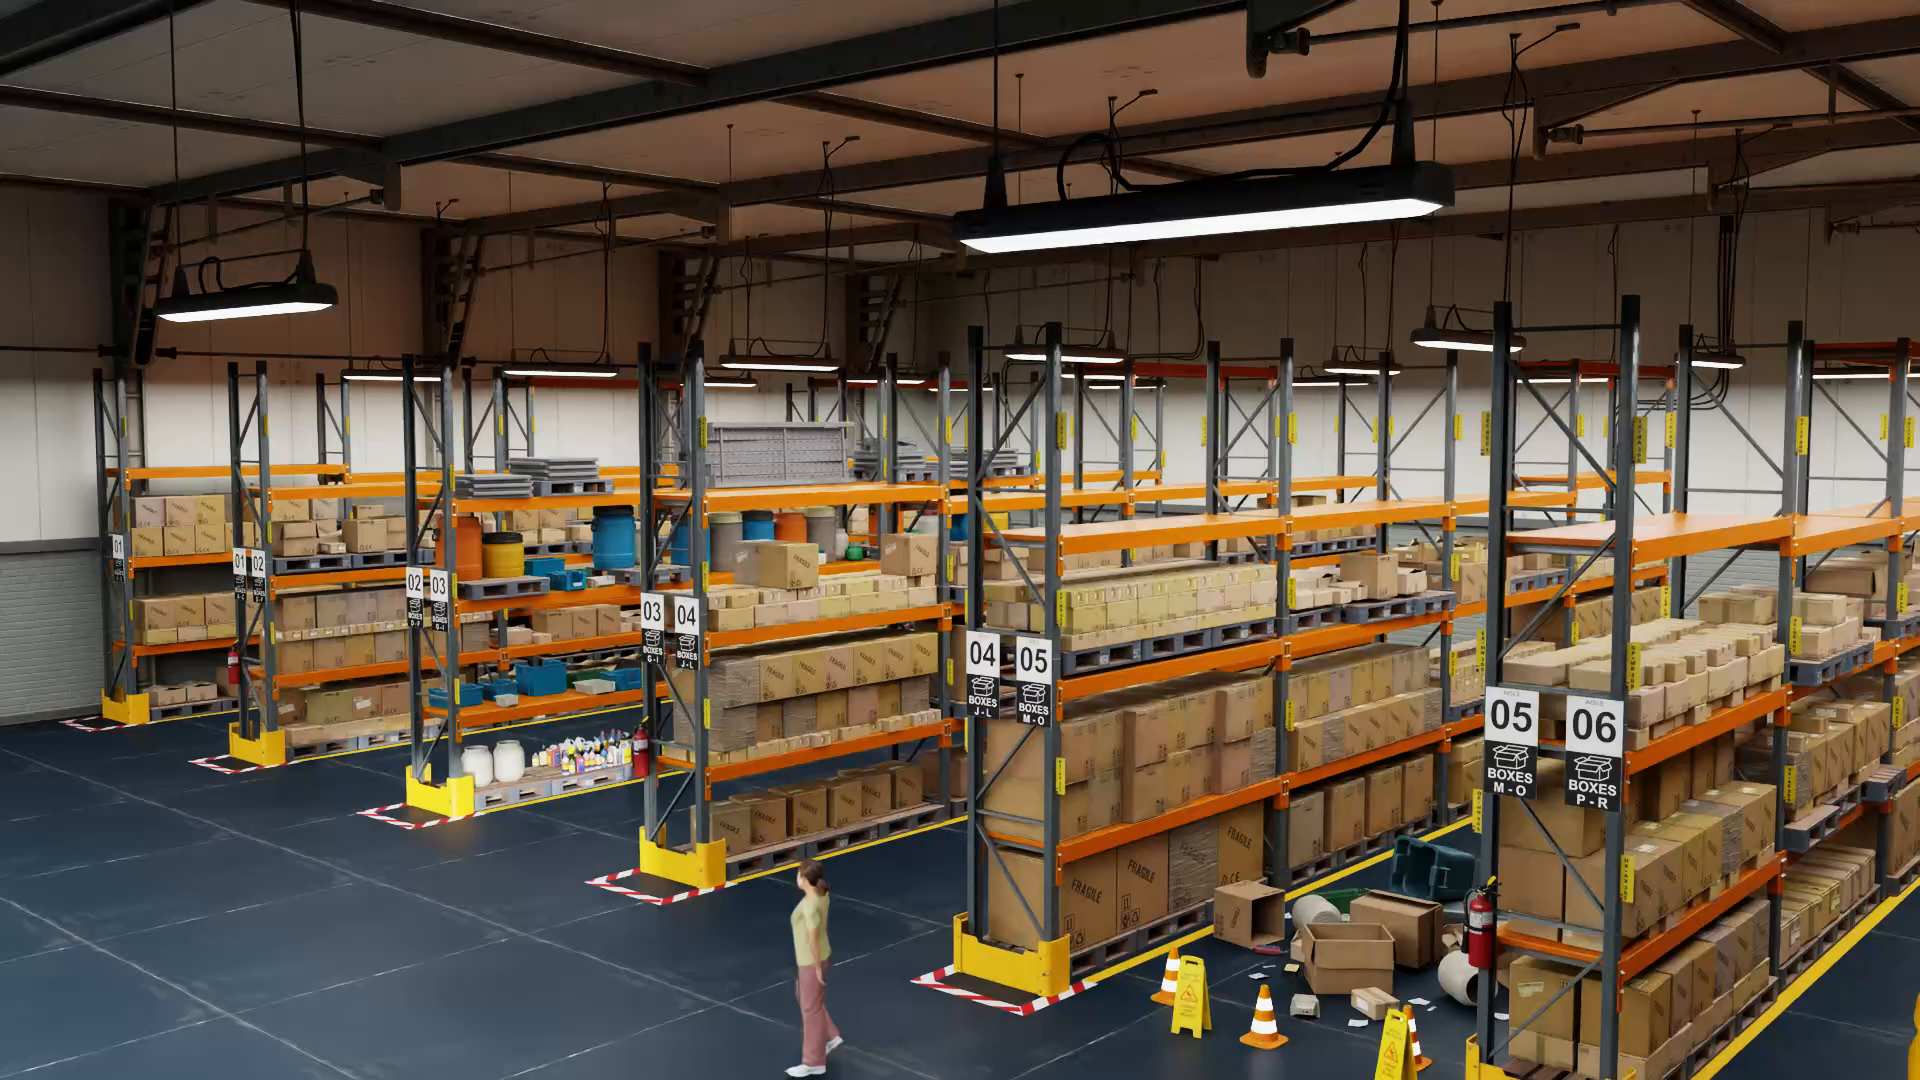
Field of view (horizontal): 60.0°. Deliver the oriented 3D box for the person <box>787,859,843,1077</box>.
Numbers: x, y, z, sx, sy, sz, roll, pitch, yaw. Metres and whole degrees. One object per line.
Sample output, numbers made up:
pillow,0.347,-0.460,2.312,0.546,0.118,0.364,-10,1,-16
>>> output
person,-1.147,3.345,13.162,0.396,1.684,0.537,1,4,7
